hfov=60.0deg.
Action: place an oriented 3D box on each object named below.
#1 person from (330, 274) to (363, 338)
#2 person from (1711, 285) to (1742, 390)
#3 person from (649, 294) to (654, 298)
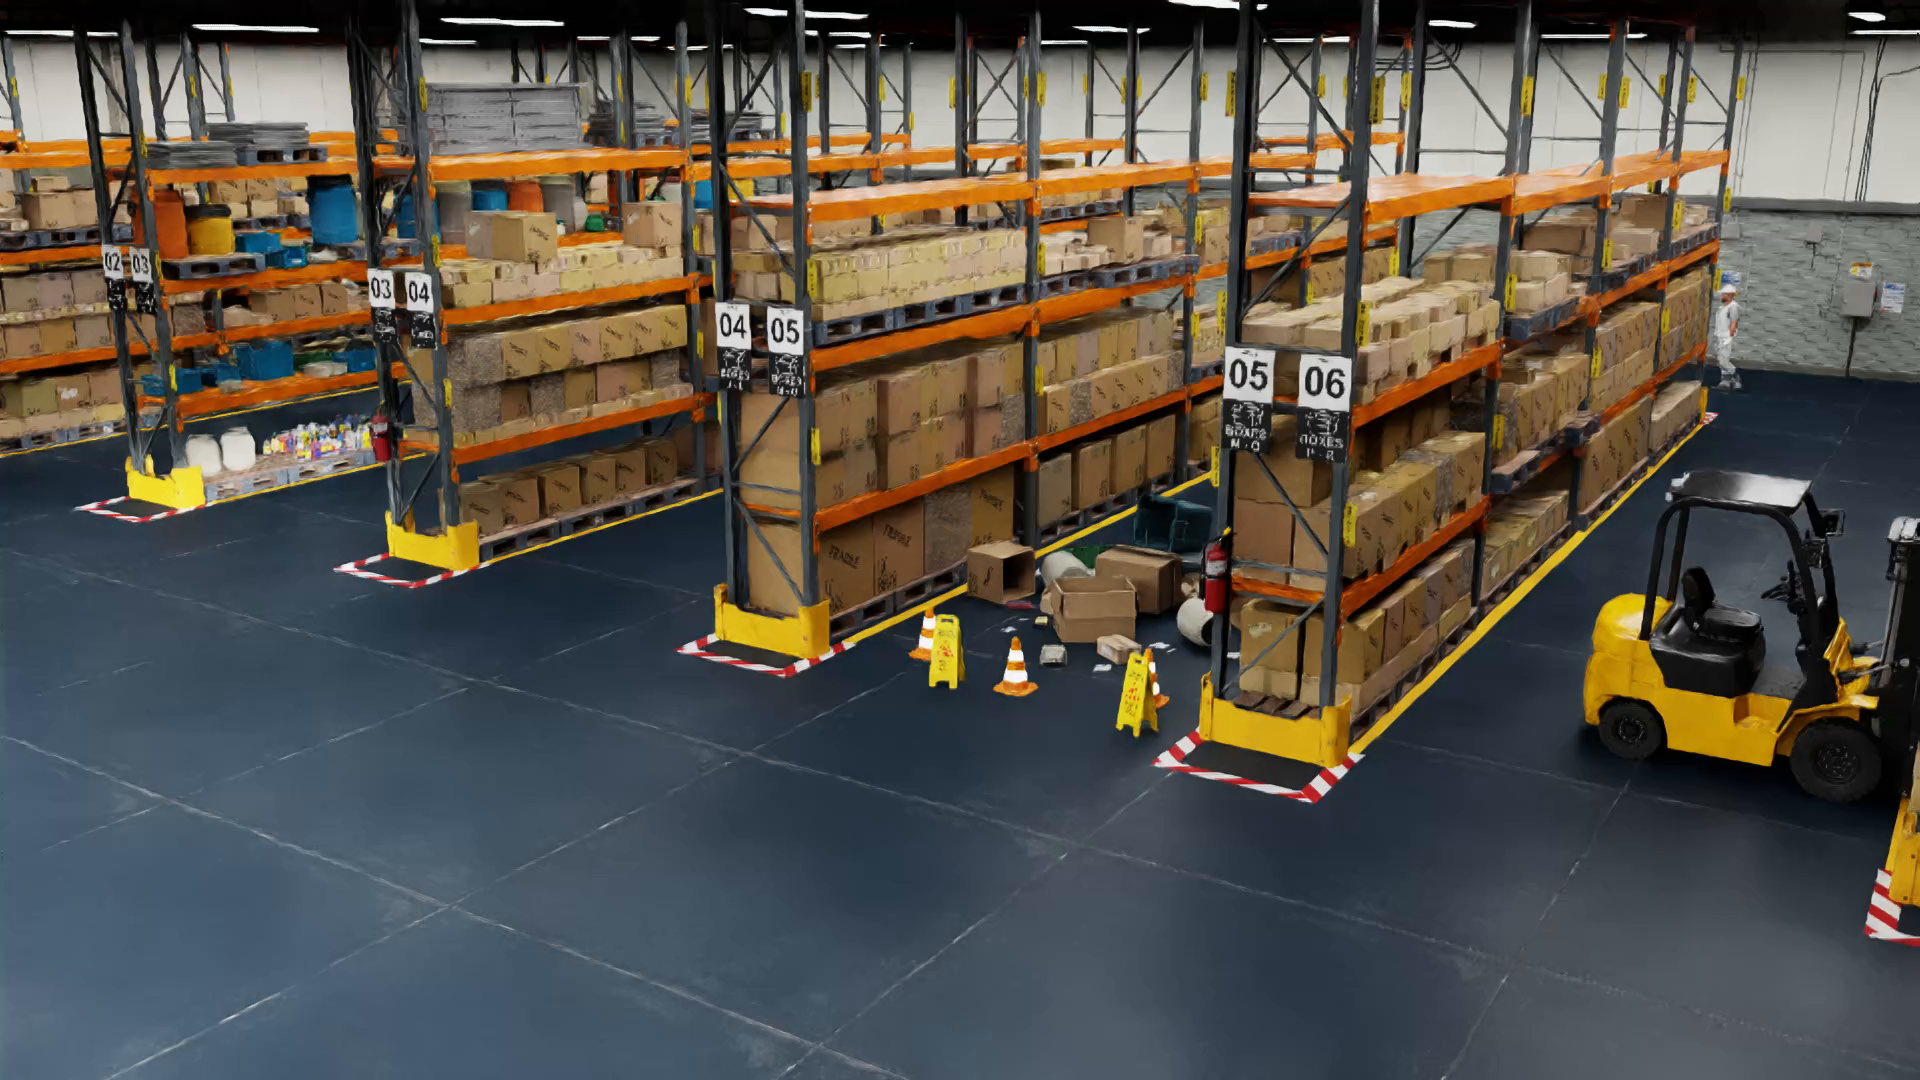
[{"bbox_3d":[-11.803,-4.406,31.911,0.704,1.706,0.791,12,19,36],"label":"person"},{"bbox_3d":[13.025,-3.413,28.131,0.458,1.779,0.704,0,16,0],"label":"person"},{"bbox_3d":[-7.138,-6.567,39.501,0.695,1.759,0.470,-7,17,-24],"label":"person"}]
